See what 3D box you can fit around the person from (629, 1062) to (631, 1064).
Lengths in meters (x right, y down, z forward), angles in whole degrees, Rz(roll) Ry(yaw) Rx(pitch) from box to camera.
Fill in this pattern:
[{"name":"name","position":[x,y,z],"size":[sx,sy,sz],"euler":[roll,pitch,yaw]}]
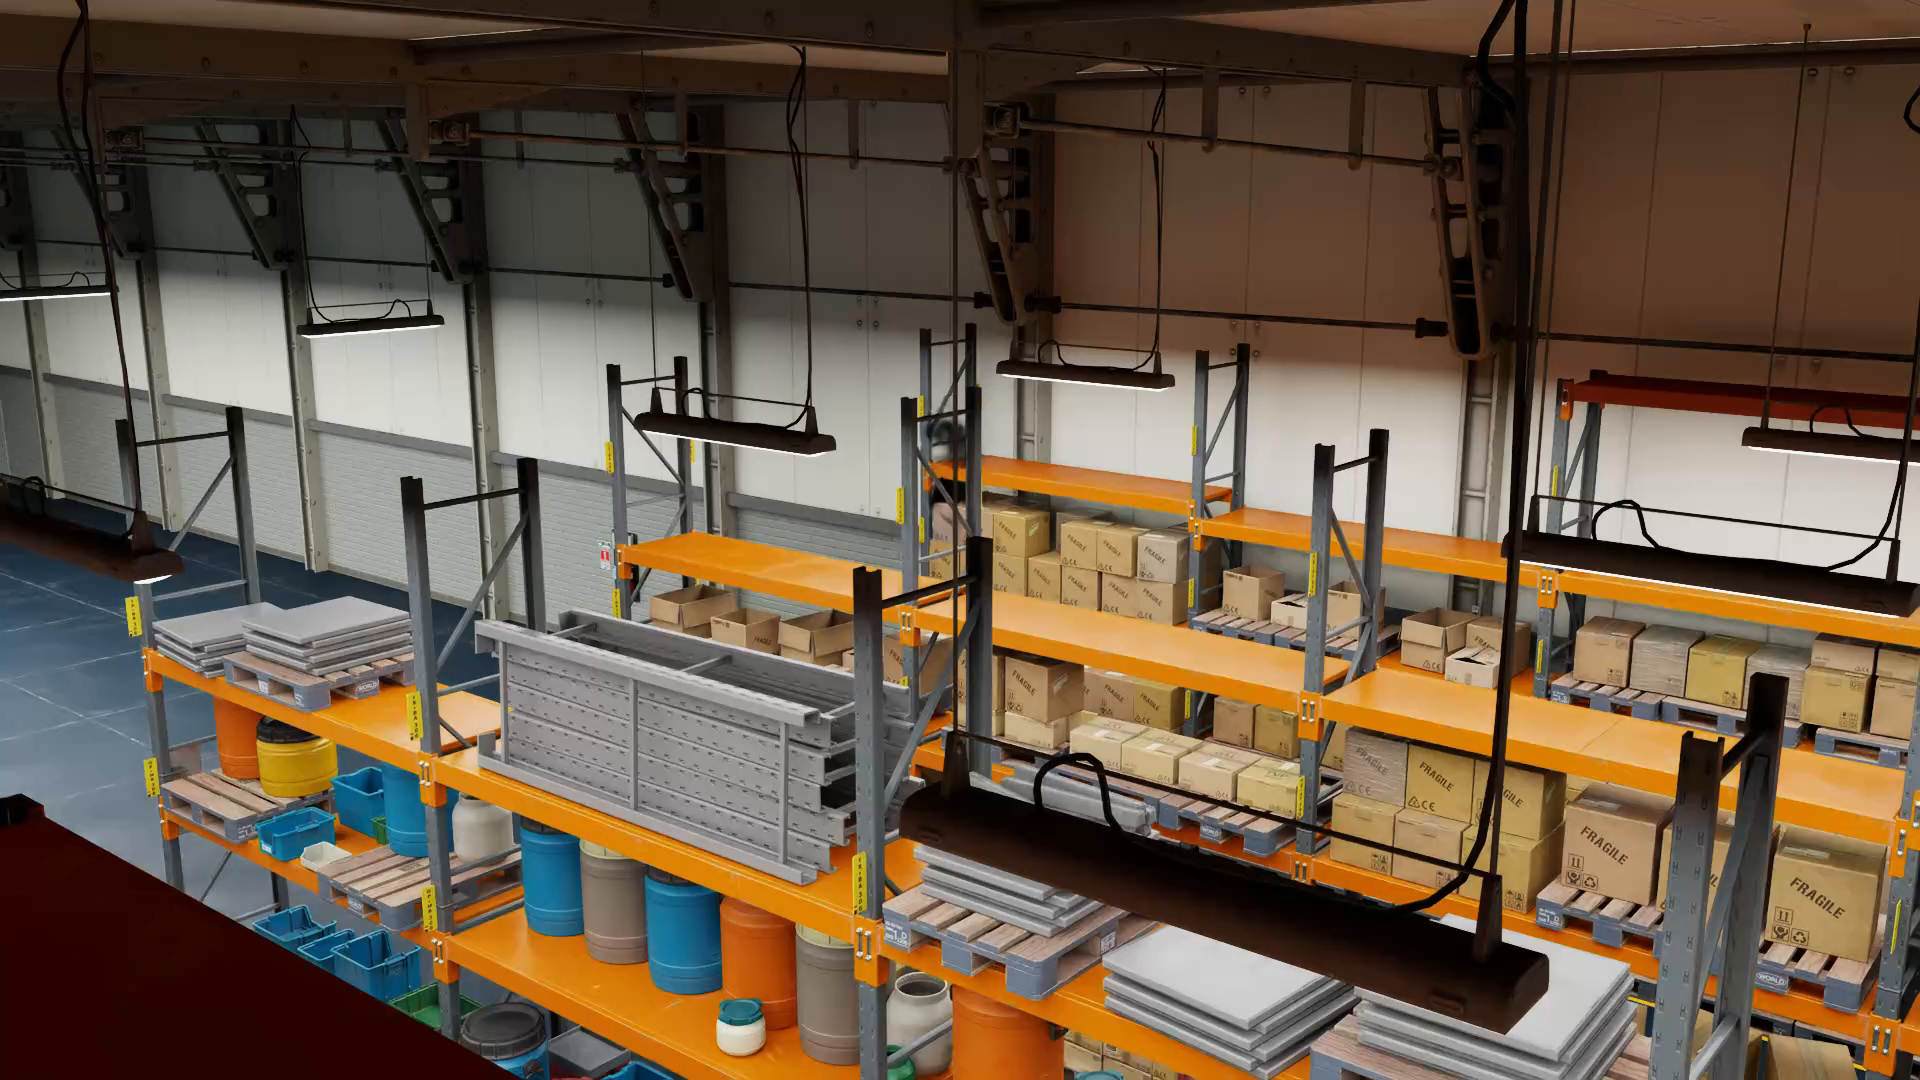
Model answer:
[{"name":"person","position":[-2.904,4.076,14.376],"size":[0.654,1.674,0.664],"euler":[8,15,31]}]
